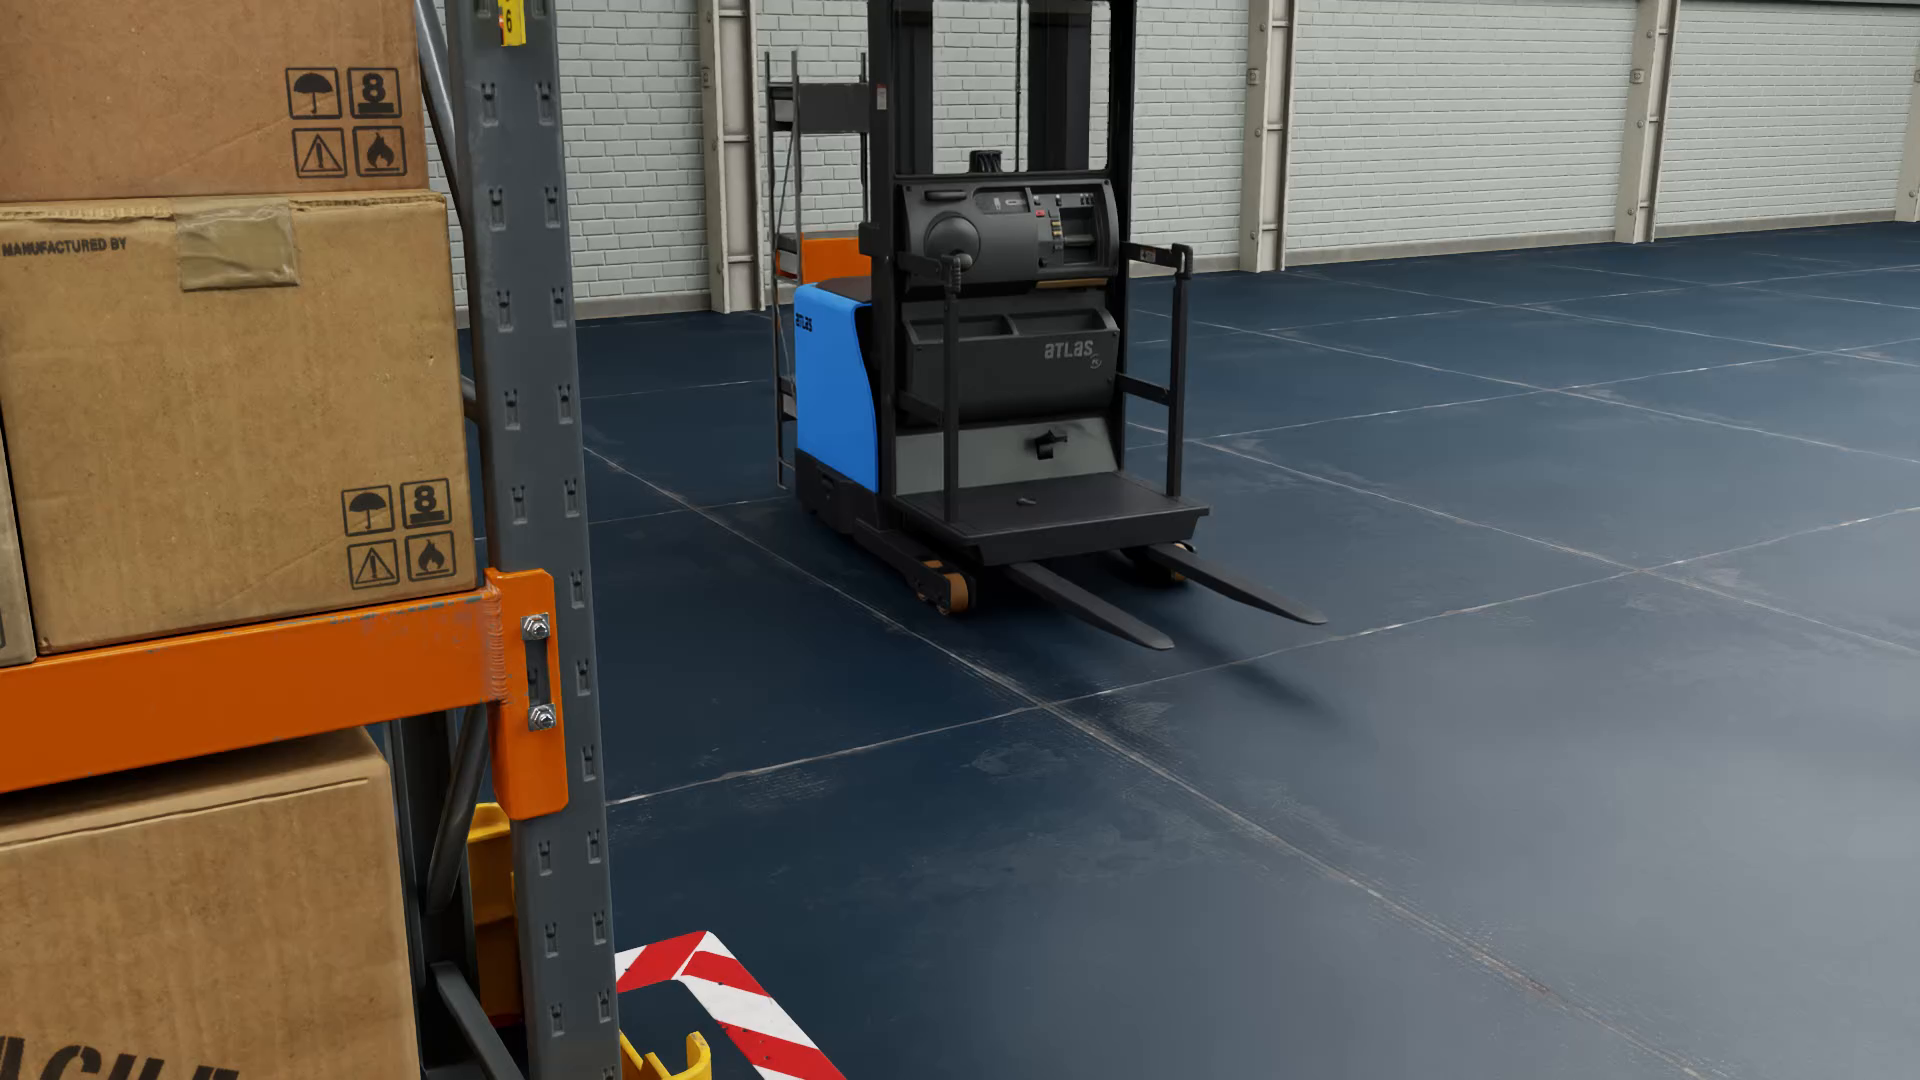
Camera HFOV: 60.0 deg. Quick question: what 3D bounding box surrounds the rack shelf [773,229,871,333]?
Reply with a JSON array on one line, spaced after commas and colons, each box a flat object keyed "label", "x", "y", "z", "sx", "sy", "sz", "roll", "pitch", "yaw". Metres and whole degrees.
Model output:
[{"label": "rack shelf", "x": -0.606, "y": -1.249, "z": 8.026, "sx": 0.480, "sy": 0.518, "sz": 0.431, "roll": -7, "pitch": 17, "yaw": -25}]

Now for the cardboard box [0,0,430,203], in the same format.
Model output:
[{"label": "cardboard box", "x": -1.179, "y": -0.795, "z": 2.411, "sx": 0.550, "sy": 0.550, "sz": 0.875, "roll": -9, "pitch": 18, "yaw": -30}]

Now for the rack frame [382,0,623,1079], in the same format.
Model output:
[{"label": "rack frame", "x": -0.841, "y": -0.246, "z": 2.729, "sx": 0.127, "sy": 3.000, "sz": 1.000, "roll": -9, "pitch": 18, "yaw": -30}]

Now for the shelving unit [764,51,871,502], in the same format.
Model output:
[{"label": "shelving unit", "x": -0.606, "y": -1.262, "z": 8.022, "sx": 0.503, "sy": 2.100, "sz": 0.431, "roll": -7, "pitch": 17, "yaw": -25}]

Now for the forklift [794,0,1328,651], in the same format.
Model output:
[{"label": "forklift", "x": 0.301, "y": -1.254, "z": 6.453, "sx": 1.130, "sy": 2.935, "sz": 3.031, "roll": -7, "pitch": 17, "yaw": -24}]

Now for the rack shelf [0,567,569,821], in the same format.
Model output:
[{"label": "rack shelf", "x": -2.555, "y": 0.379, "z": 1.834, "sx": 4.000, "sy": 0.370, "sz": 1.077, "roll": -9, "pitch": 18, "yaw": -30}]

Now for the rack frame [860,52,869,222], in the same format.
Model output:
[{"label": "rack frame", "x": -0.386, "y": -1.291, "z": 8.124, "sx": 0.015, "sy": 2.100, "sz": 0.400, "roll": -7, "pitch": 17, "yaw": -25}]

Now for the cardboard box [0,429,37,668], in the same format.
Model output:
[{"label": "cardboard box", "x": -1.596, "y": -0.174, "z": 2.196, "sx": 0.550, "sy": 0.550, "sz": 0.875, "roll": -9, "pitch": 18, "yaw": -30}]

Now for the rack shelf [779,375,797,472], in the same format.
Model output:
[{"label": "rack shelf", "x": -0.606, "y": -0.575, "z": 8.215, "sx": 0.480, "sy": 0.518, "sz": 0.431, "roll": -7, "pitch": 17, "yaw": -25}]

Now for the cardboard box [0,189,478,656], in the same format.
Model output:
[{"label": "cardboard box", "x": -1.135, "y": -0.256, "z": 2.487, "sx": 0.550, "sy": 0.550, "sz": 0.875, "roll": -9, "pitch": 18, "yaw": -30}]

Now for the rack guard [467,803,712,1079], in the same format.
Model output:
[{"label": "rack guard", "x": -0.820, "y": 0.955, "z": 3.078, "sx": 0.348, "sy": 0.500, "sz": 1.175, "roll": -9, "pitch": 18, "yaw": -30}]

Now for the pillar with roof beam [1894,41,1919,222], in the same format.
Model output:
[{"label": "pillar with roof beam", "x": 15.693, "y": -7.865, "z": 18.796, "sx": 0.400, "sy": 9.000, "sz": 9.100, "roll": -9, "pitch": 18, "yaw": -30}]

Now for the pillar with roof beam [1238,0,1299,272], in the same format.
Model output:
[{"label": "pillar with roof beam", "x": 5.406, "y": -6.197, "z": 12.846, "sx": 0.400, "sy": 9.000, "sz": 9.100, "roll": -9, "pitch": 18, "yaw": -30}]

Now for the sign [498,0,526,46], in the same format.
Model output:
[{"label": "sign", "x": -0.573, "y": -0.790, "z": 2.086, "sx": 0.005, "sy": 0.325, "sz": 0.100, "roll": -9, "pitch": 18, "yaw": -30}]

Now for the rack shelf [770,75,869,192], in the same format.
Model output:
[{"label": "rack shelf", "x": -0.606, "y": -1.923, "z": 7.837, "sx": 0.480, "sy": 0.518, "sz": 0.431, "roll": -7, "pitch": 17, "yaw": -25}]

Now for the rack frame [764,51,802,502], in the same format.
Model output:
[{"label": "rack frame", "x": -0.825, "y": -1.233, "z": 7.919, "sx": 0.015, "sy": 2.100, "sz": 0.400, "roll": -7, "pitch": 17, "yaw": -25}]

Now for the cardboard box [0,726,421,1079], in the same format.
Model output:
[{"label": "cardboard box", "x": -1.388, "y": 0.685, "z": 2.568, "sx": 0.875, "sy": 0.875, "sz": 0.875, "roll": -9, "pitch": 18, "yaw": -29}]

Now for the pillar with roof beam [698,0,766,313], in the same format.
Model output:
[{"label": "pillar with roof beam", "x": 0.263, "y": -5.363, "z": 9.870, "sx": 0.400, "sy": 9.000, "sz": 9.100, "roll": -9, "pitch": 18, "yaw": -30}]

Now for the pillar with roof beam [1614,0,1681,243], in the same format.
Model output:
[{"label": "pillar with roof beam", "x": 10.549, "y": -7.031, "z": 15.821, "sx": 0.400, "sy": 9.000, "sz": 9.100, "roll": -9, "pitch": 18, "yaw": -30}]
